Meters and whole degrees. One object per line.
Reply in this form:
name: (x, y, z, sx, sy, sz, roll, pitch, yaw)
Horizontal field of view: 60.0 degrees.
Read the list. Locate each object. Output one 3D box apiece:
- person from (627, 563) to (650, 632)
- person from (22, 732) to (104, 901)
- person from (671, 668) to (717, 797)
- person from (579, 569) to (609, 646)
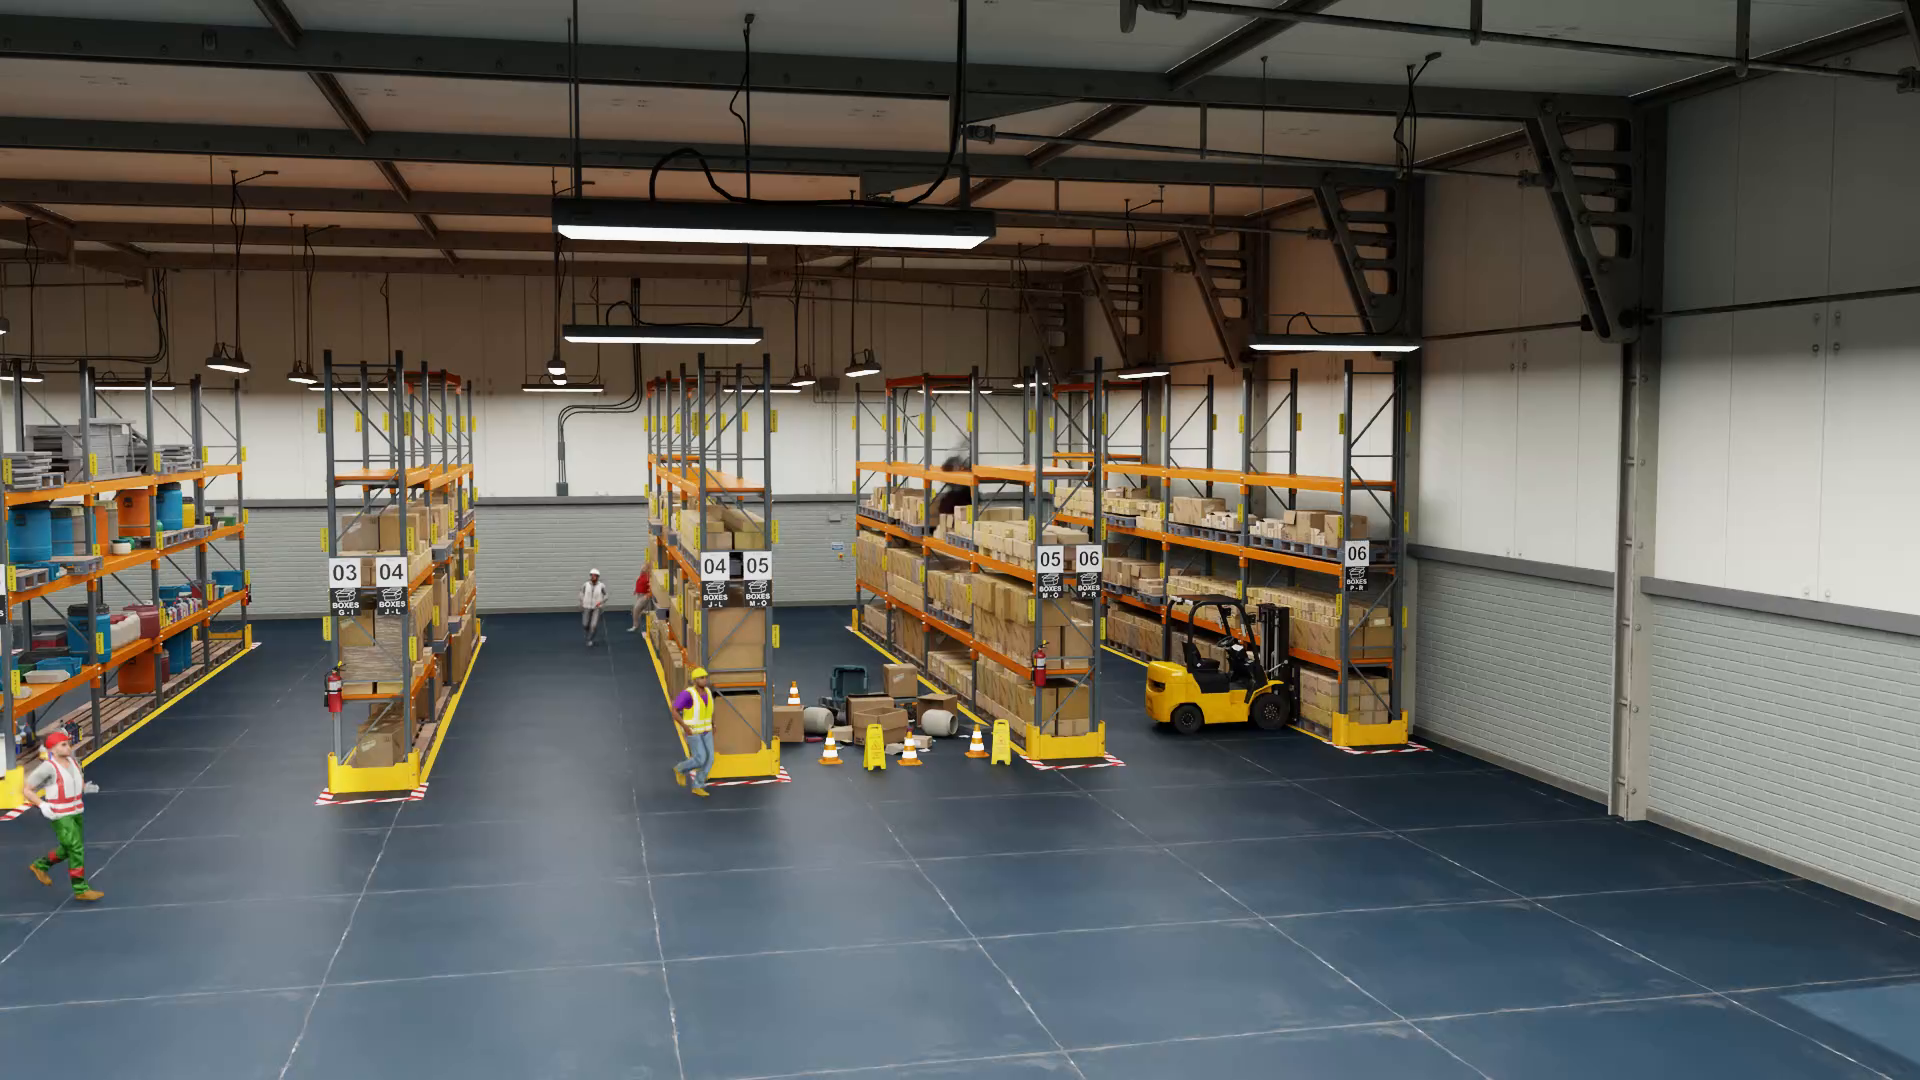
person: (-7.607, 1.386, 40.081, 0.725, 1.660, 0.711, -3, 5, -39)
person: (-9.427, 2.897, 17.498, 0.884, 1.766, 0.669, 1, 4, 10)
person: (-3.586, 2.589, 22.486, 0.568, 1.746, 0.723, 3, 5, 38)
person: (-8.303, 1.524, 37.731, 0.684, 1.730, 0.548, 0, 4, -2)
